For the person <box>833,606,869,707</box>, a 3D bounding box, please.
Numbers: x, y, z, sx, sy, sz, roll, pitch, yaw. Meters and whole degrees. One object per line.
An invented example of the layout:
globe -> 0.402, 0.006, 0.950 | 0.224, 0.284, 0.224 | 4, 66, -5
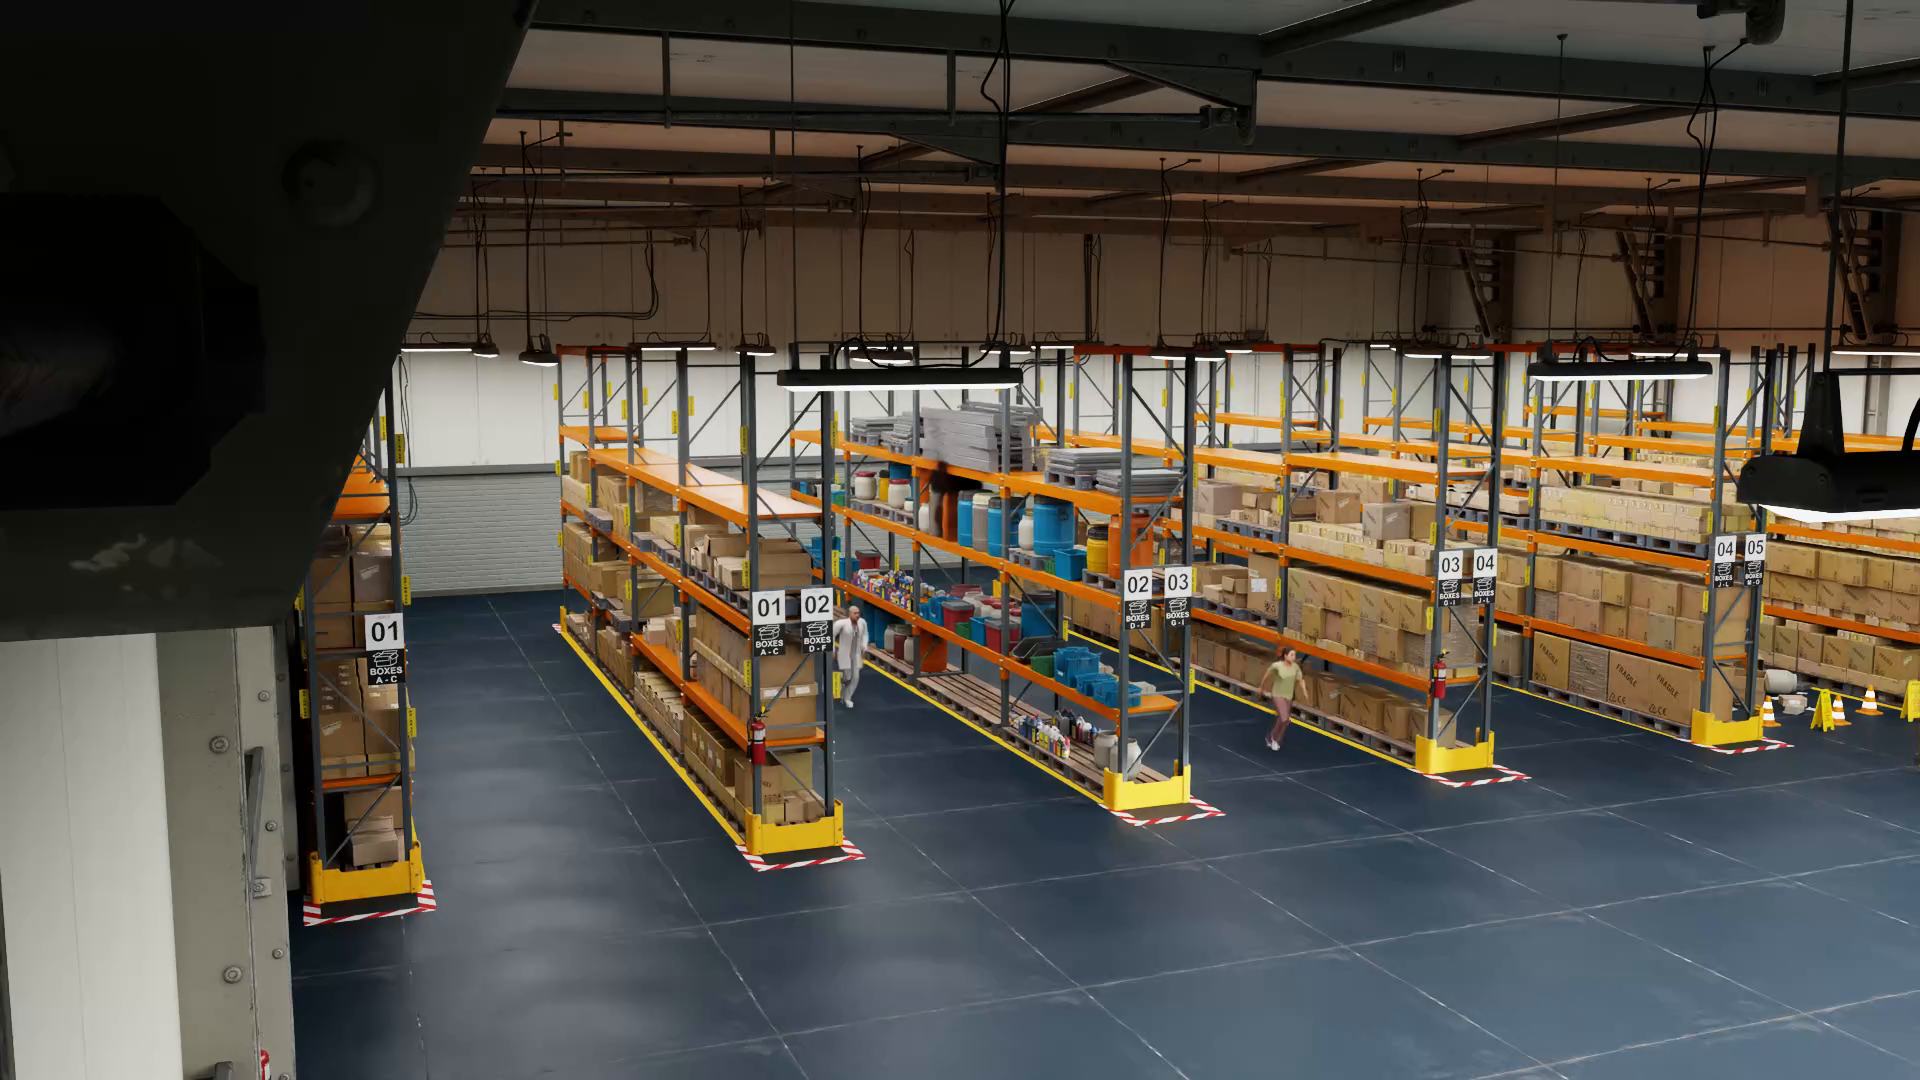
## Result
person -> -1.887, 1.934, 28.030 | 0.717, 1.714, 0.709 | -5, 9, -32

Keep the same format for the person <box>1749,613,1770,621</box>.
person -> 15.926, 1.314, 32.868 | 0.680, 1.732, 0.786 | -4, 8, -27

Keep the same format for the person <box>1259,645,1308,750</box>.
person -> 4.868, 2.364, 24.854 | 0.526, 1.617, 0.766 | -3, 8, -22
